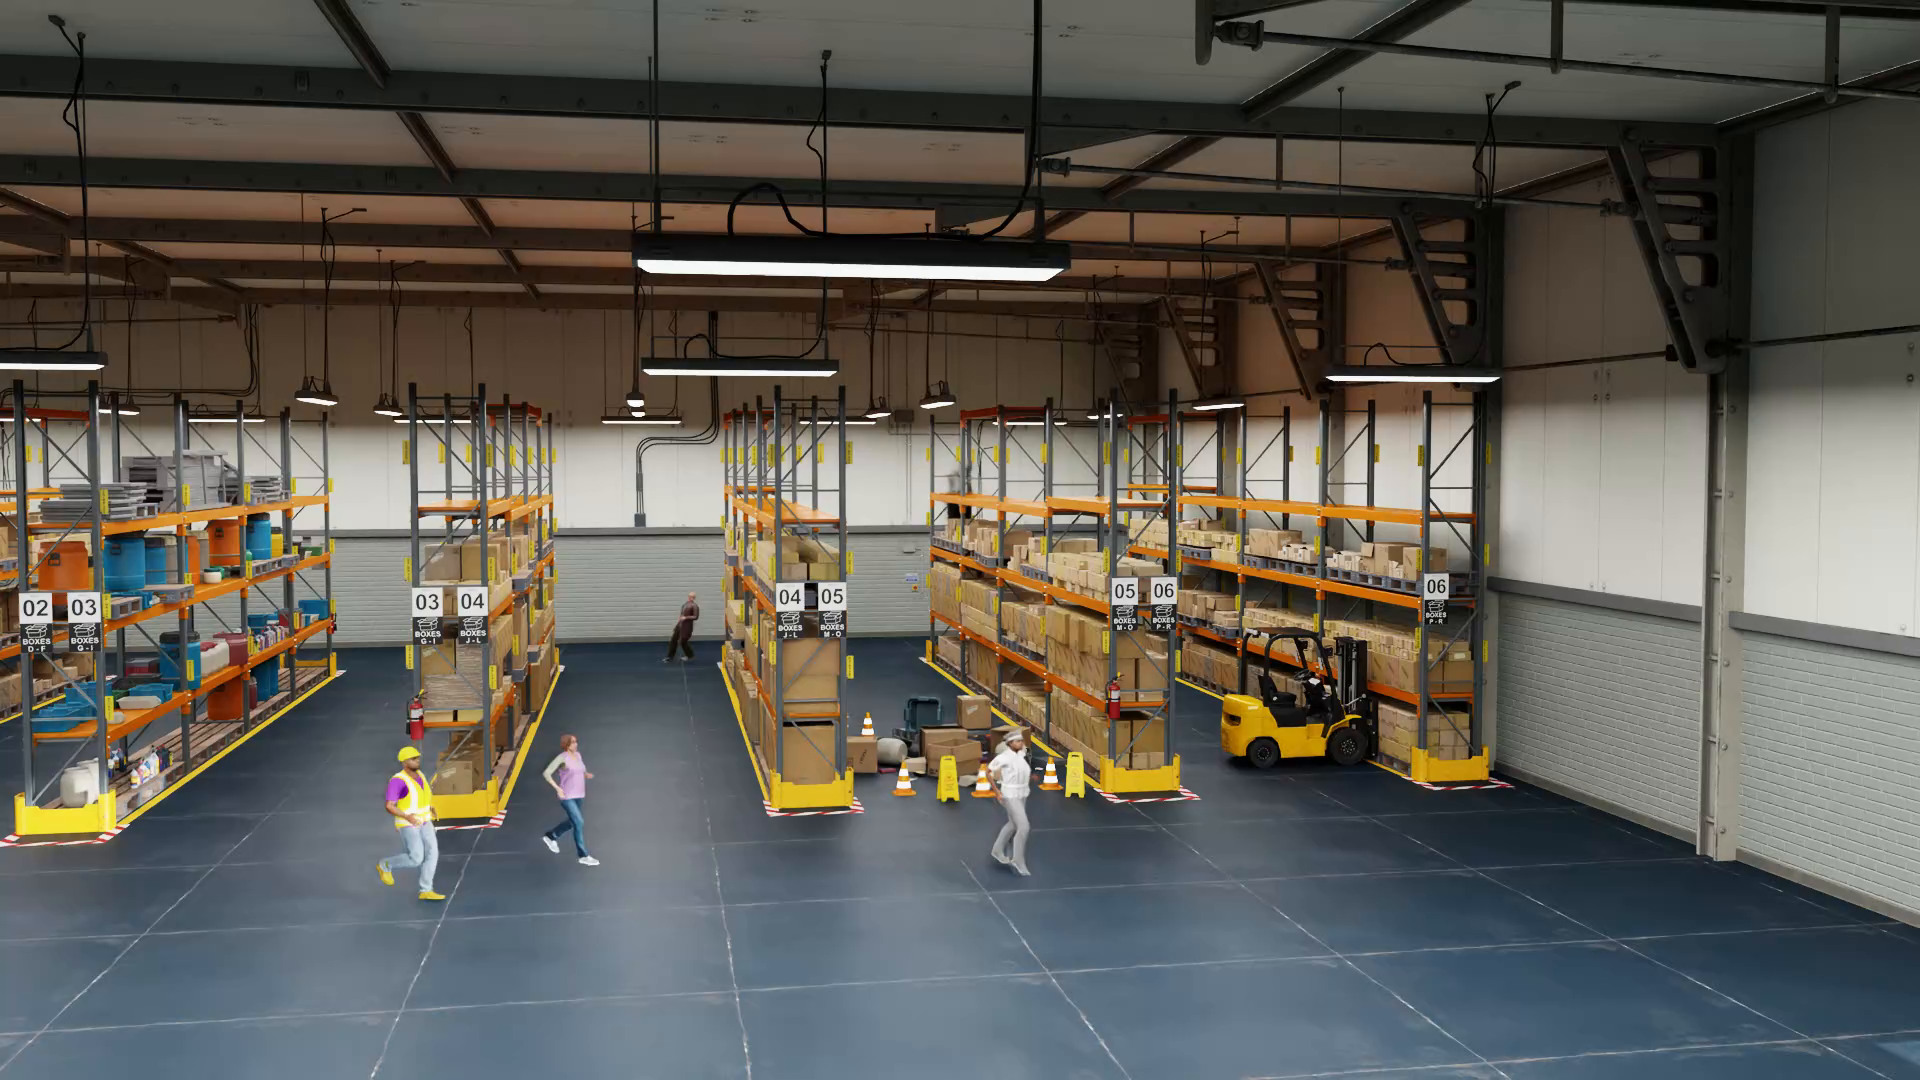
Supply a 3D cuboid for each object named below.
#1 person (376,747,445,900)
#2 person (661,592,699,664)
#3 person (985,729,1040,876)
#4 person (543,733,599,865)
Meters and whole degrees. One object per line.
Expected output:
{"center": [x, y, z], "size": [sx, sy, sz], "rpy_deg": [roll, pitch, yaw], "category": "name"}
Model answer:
{"center": [-6.189, 3.192, 18.789], "size": [0.815, 1.727, 0.712], "rpy_deg": [1, 3, 18], "category": "person"}
{"center": [-6.669, 2.121, 40.029], "size": [0.808, 1.744, 0.815], "rpy_deg": [-2, 4, -40], "category": "person"}
{"center": [0.657, 3.144, 20.037], "size": [0.741, 1.756, 0.544], "rpy_deg": [2, 4, 35], "category": "person"}
{"center": [-4.784, 3.163, 20.370], "size": [0.888, 1.566, 0.540], "rpy_deg": [1, 3, 24], "category": "person"}
